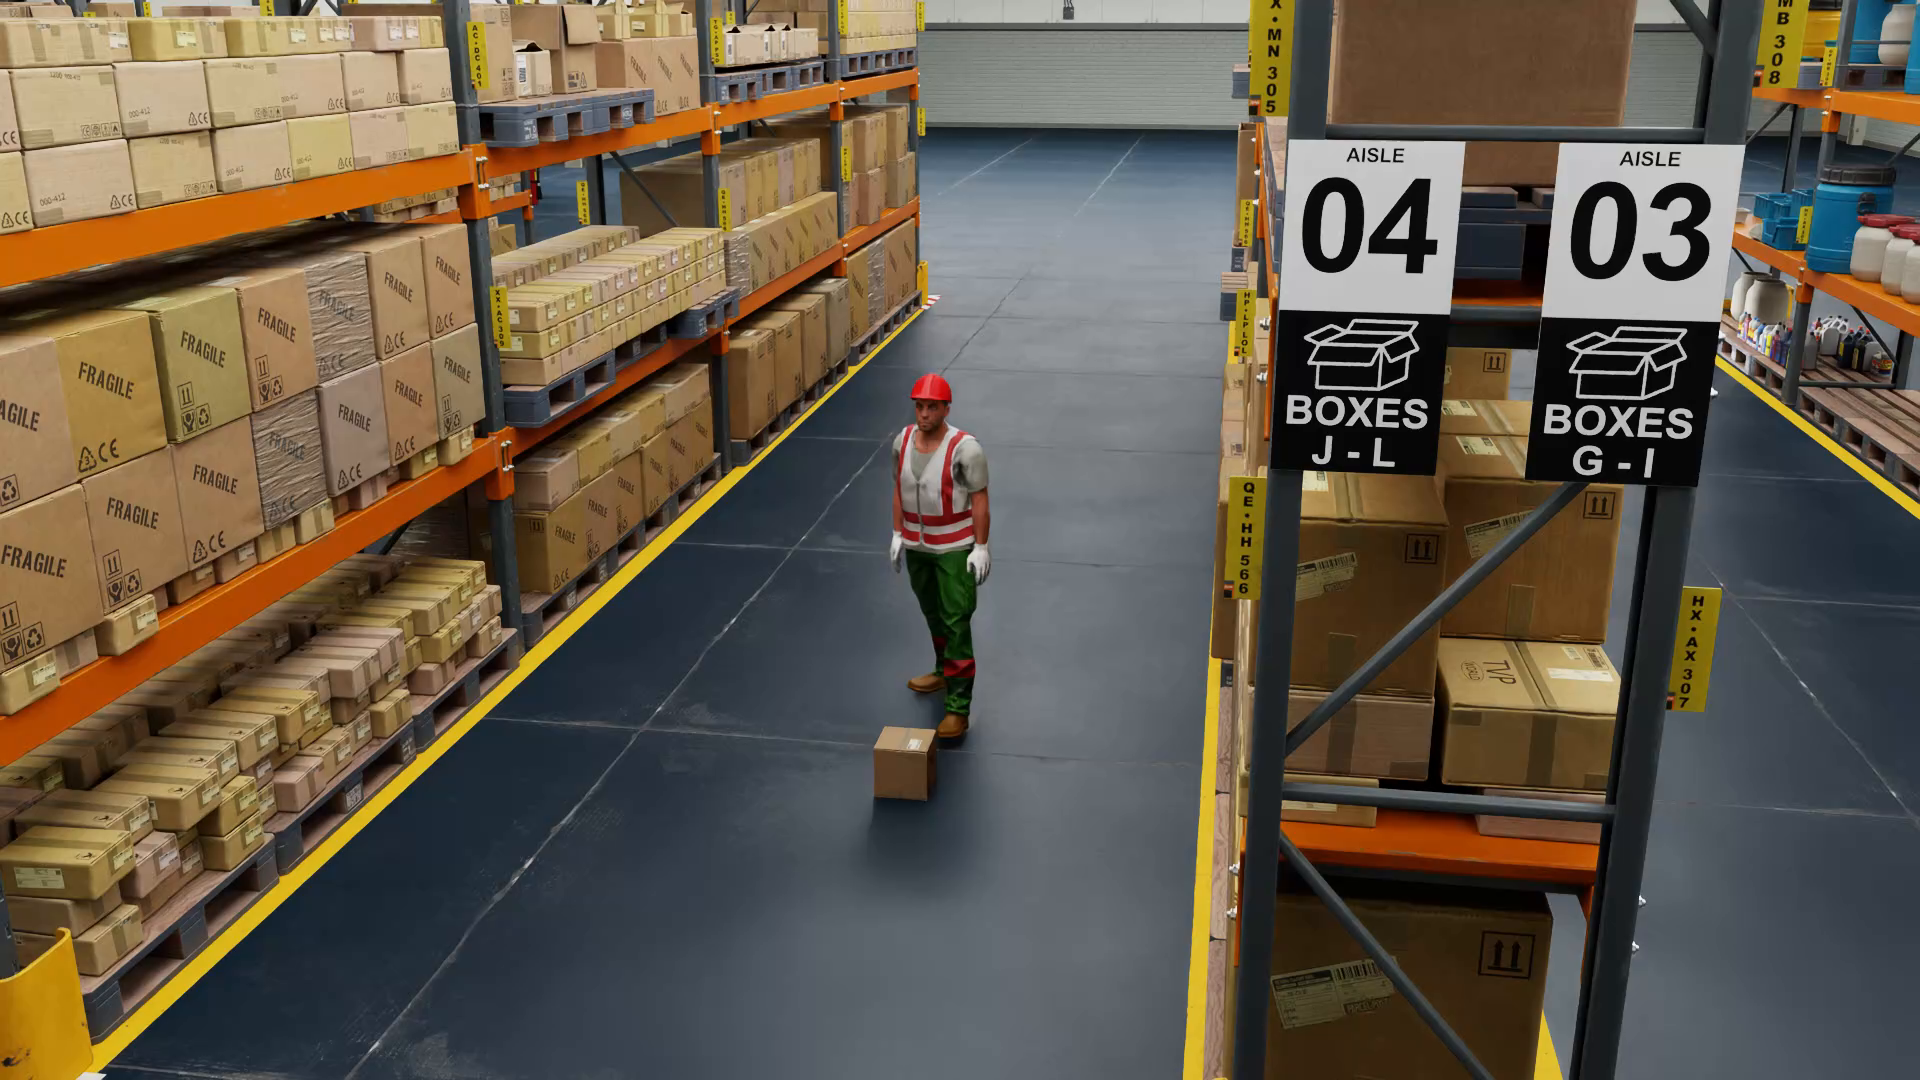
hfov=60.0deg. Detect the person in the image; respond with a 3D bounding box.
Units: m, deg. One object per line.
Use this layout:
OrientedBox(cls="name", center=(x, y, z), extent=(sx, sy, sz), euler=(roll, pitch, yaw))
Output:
OrientedBox(cls="person", center=(-0.111, 0.044, 8.319), extent=(0.648, 1.766, 0.739), euler=(12, 21, 34))
